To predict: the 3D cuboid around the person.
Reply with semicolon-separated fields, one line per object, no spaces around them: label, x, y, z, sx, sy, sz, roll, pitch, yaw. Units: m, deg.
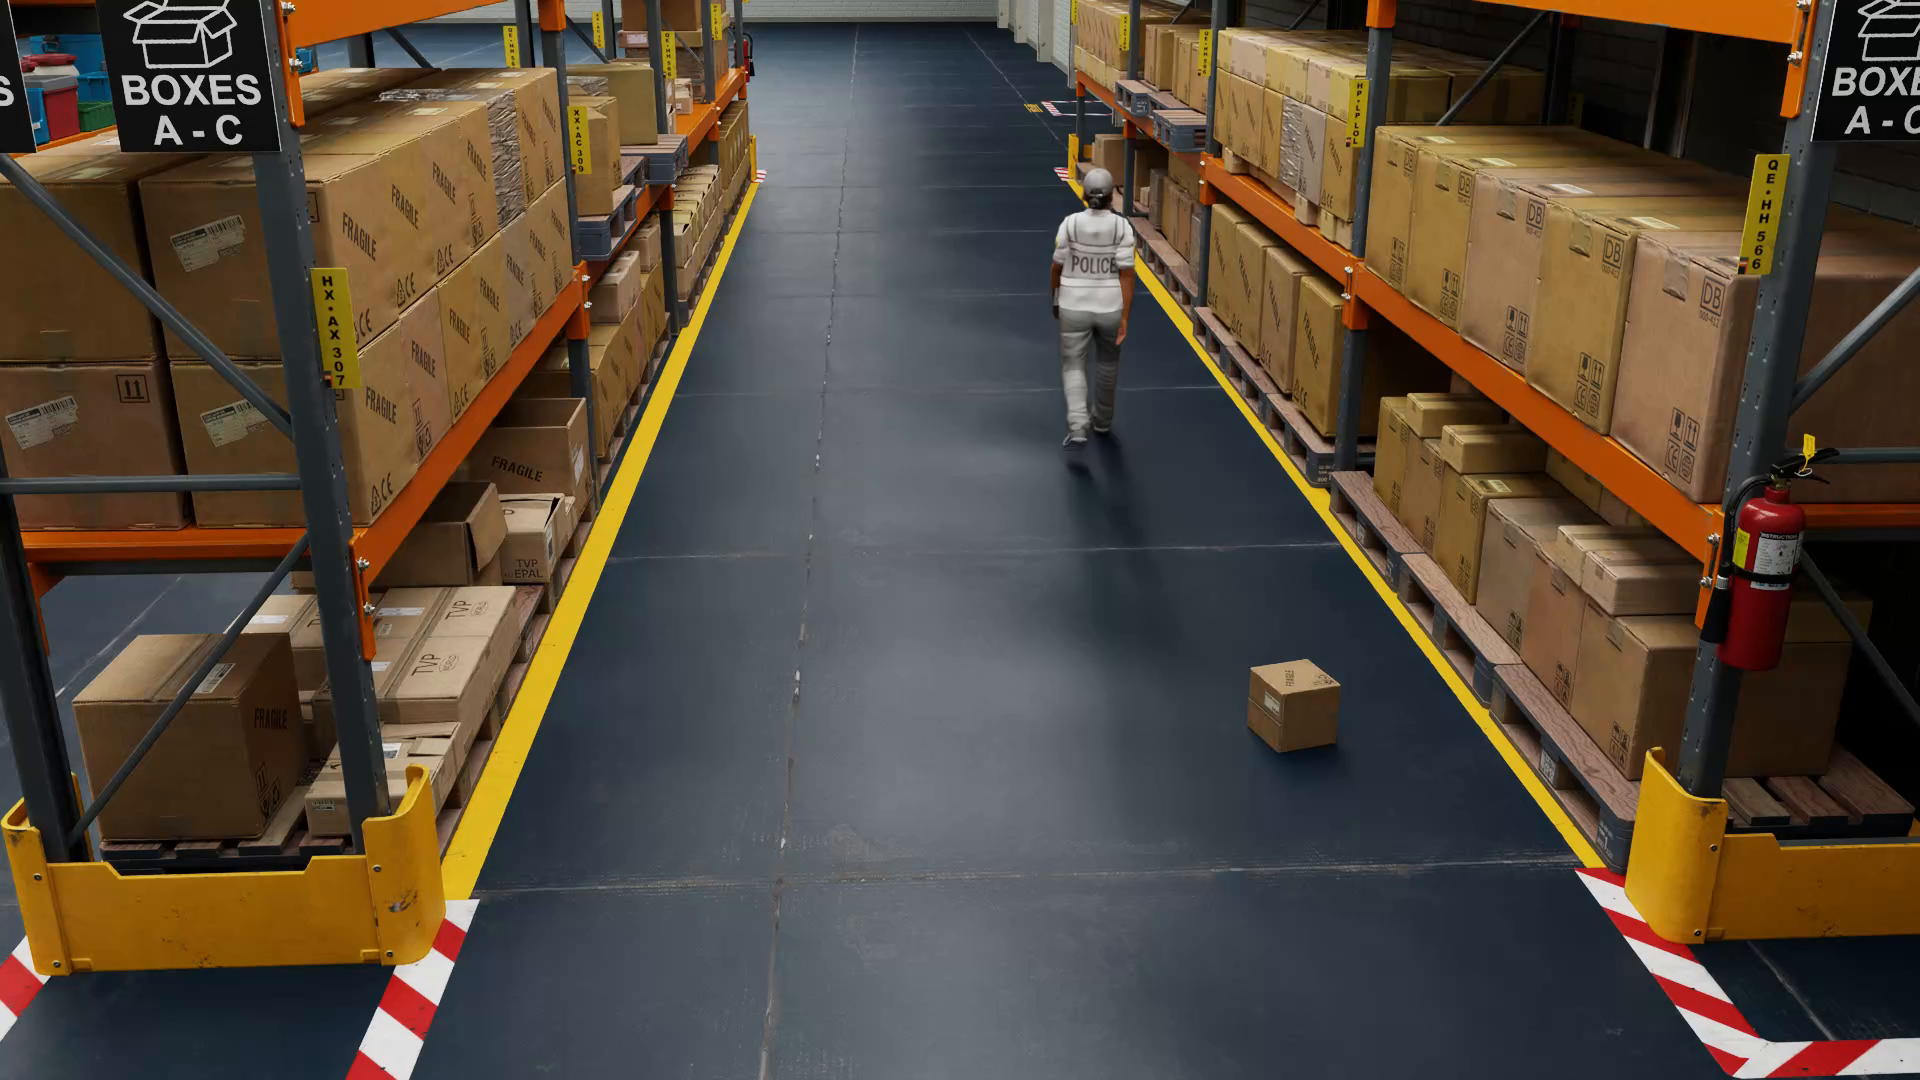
person;0.761;-1.337;9.643;0.472;1.616;0.983;-1;21;-2
